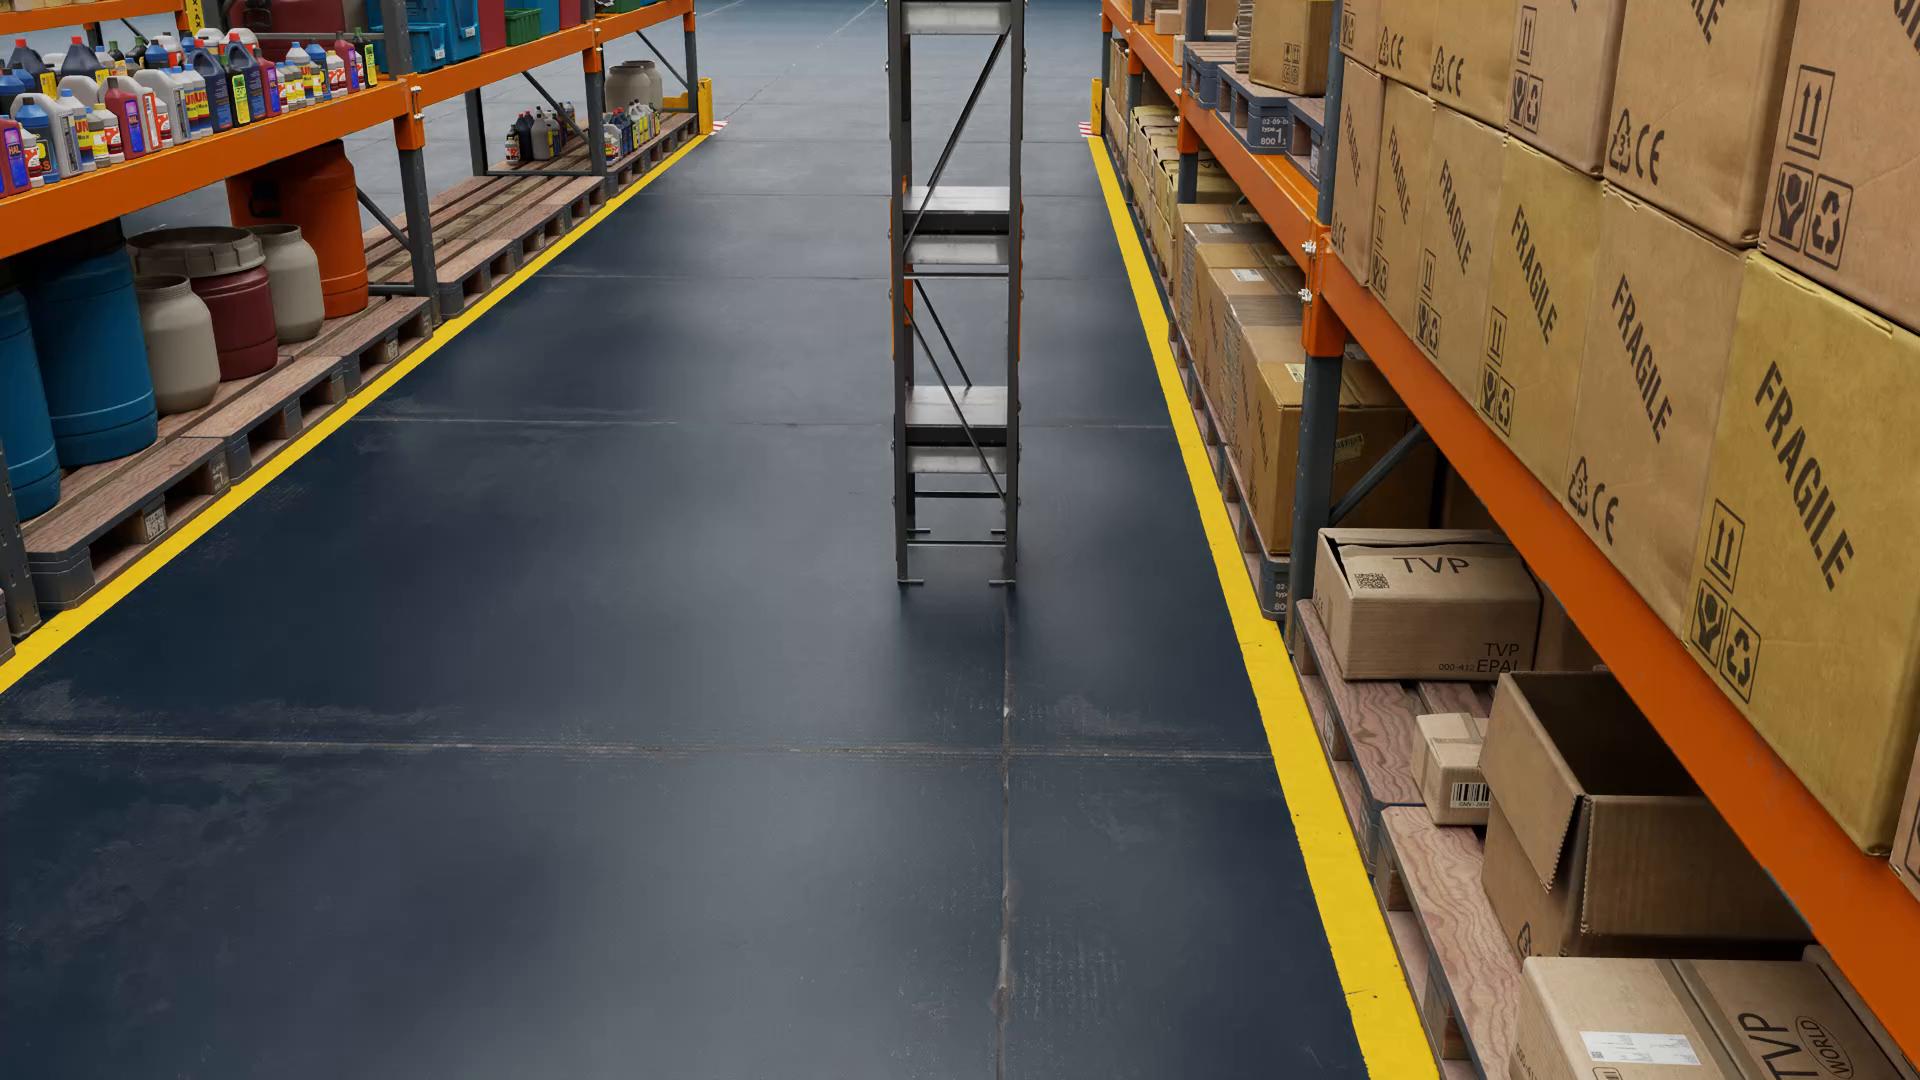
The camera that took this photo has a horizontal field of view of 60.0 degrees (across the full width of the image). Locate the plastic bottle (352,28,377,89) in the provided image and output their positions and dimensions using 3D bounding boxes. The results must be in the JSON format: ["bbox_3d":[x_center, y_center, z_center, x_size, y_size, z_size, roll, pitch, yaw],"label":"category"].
[{"bbox_3d":[-2.904,-2.350,8.101,0.061,0.283,0.133,1,21,2],"label":"plastic bottle"}]

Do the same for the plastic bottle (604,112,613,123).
[{"bbox_3d":[-2.888,-3.439,13.902,0.152,0.276,0.135,1,21,2],"label":"plastic bottle"}]

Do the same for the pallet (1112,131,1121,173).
[{"bbox_3d":[1.855,-3.375,14.436,1.003,0.211,1.213,1,21,2],"label":"pallet"}]

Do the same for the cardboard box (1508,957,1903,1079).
[{"bbox_3d":[1.218,0.927,2.686,0.500,0.250,0.500,1,21,2],"label":"cardboard box"}]

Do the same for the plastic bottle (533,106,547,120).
[{"bbox_3d":[-3.450,-3.394,13.684,0.144,0.351,0.185,1,21,1],"label":"plastic bottle"}]

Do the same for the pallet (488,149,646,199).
[{"bbox_3d":[-3.135,-2.944,13.325,1.003,0.211,1.213,1,21,2],"label":"pallet"}]

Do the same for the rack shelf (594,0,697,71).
[{"bbox_3d":[-3.136,-4.390,14.190,1.077,0.370,4.000,1,21,2],"label":"rack shelf"}]

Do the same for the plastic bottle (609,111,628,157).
[{"bbox_3d":[-2.757,-3.259,13.336,0.144,0.351,0.185,1,21,3],"label":"plastic bottle"}]

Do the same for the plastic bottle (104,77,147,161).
[{"bbox_3d":[-2.975,-1.504,5.920,0.061,0.283,0.133,1,21,2],"label":"plastic bottle"}]

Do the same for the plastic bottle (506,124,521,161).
[{"bbox_3d":[-3.512,-3.118,13.066,0.061,0.283,0.133,2,21,4],"label":"plastic bottle"}]

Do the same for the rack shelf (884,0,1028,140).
[{"bbox_3d":[-0.005,-1.559,5.247,0.431,0.518,0.480,1,21,2],"label":"rack shelf"}]

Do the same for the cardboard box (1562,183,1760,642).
[{"bbox_3d":[1.164,-0.187,2.225,0.500,0.500,0.500,1,21,2],"label":"cardboard box"}]

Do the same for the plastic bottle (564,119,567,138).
[{"bbox_3d":[-3.452,-3.605,14.337,0.097,0.271,0.097,0,21,0],"label":"plastic bottle"}]

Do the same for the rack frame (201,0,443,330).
[{"bbox_3d":[-3.318,-2.556,8.469,1.000,3.000,0.127,1,21,2],"label":"rack frame"}]

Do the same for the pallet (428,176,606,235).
[{"bbox_3d":[-3.182,-2.417,11.968,1.003,0.211,1.213,1,21,2],"label":"pallet"}]

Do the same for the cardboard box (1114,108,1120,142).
[{"bbox_3d":[1.590,-3.572,14.310,0.500,0.250,0.500,1,21,2],"label":"cardboard box"}]

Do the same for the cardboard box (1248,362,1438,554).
[{"bbox_3d":[1.239,-0.275,5.438,0.500,0.500,0.500,1,21,1],"label":"cardboard box"}]

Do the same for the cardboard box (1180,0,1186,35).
[{"bbox_3d":[1.699,-3.525,10.828,0.500,0.500,0.500,2,21,6],"label":"cardboard box"}]

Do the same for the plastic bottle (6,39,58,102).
[{"bbox_3d":[-3.706,-1.821,6.643,0.144,0.351,0.185,1,21,2],"label":"plastic bottle"}]

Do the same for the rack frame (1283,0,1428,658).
[{"bbox_3d":[1.511,-1.053,4.597,1.000,3.000,0.127,1,21,2],"label":"rack frame"}]

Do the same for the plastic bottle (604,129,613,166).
[{"bbox_3d":[-2.749,-3.045,12.895,0.097,0.271,0.097,0,21,0],"label":"plastic bottle"}]

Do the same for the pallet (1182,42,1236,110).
[{"bbox_3d":[1.682,-2.164,7.726,1.213,0.211,1.003,1,21,2],"label":"pallet"}]

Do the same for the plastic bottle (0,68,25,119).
[{"bbox_3d":[-3.588,-1.648,6.307,0.097,0.271,0.097,0,21,0],"label":"plastic bottle"}]

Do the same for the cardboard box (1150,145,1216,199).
[{"bbox_3d":[1.430,-2.238,10.095,0.500,0.311,0.500,0,21,1],"label":"cardboard box"}]

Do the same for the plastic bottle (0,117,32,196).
[{"bbox_3d":[-2.998,-1.231,5.216,0.061,0.283,0.133,1,21,2],"label":"plastic bottle"}]

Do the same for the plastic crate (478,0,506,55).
[{"bbox_3d":[-2.963,-3.166,9.954,0.402,0.464,0.583,1,21,2],"label":"plastic crate"}]

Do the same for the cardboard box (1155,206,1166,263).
[{"bbox_3d":[1.417,-1.793,9.724,0.500,0.250,0.500,0,21,1],"label":"cardboard box"}]

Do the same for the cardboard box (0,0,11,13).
[{"bbox_3d":[-7.841,-4.285,13.273,0.380,0.149,0.250,1,21,2],"label":"cardboard box"}]

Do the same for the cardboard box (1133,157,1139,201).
[{"bbox_3d":[1.477,-2.532,11.628,0.500,0.250,0.500,1,21,3],"label":"cardboard box"}]

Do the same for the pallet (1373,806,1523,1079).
[{"bbox_3d":[1.455,0.937,3.322,1.003,0.211,1.213,1,21,2],"label":"pallet"}]

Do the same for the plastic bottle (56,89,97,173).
[{"bbox_3d":[-3.003,-1.386,5.633,0.097,0.271,0.097,0,21,0],"label":"plastic bottle"}]

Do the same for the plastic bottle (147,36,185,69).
[{"bbox_3d":[-3.669,-2.178,7.666,0.152,0.276,0.135,1,21,2],"label":"plastic bottle"}]

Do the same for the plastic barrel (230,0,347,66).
[{"bbox_3d":[-3.607,-2.790,8.885,0.600,0.536,0.708,1,21,2],"label":"plastic barrel"}]

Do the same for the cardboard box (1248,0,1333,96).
[{"bbox_3d":[1.503,-1.935,6.151,0.700,0.500,0.500,-5,22,-12],"label":"cardboard box"}]

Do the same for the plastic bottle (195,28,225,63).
[{"bbox_3d":[-3.655,-2.345,8.097,0.152,0.276,0.135,1,21,2],"label":"plastic bottle"}]

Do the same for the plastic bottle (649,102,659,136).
[{"bbox_3d":[-2.678,-3.676,14.502,0.061,0.283,0.133,1,21,3],"label":"plastic bottle"}]

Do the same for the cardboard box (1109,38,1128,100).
[{"bbox_3d":[1.624,-4.284,15.106,0.500,0.500,0.500,1,21,2],"label":"cardboard box"}]

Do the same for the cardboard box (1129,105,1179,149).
[{"bbox_3d":[1.493,-2.975,11.994,0.500,0.311,0.500,1,21,2],"label":"cardboard box"}]

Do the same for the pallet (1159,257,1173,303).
[{"bbox_3d":[1.697,-1.497,9.595,1.003,0.211,1.213,1,21,2],"label":"pallet"}]

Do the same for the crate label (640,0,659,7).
[{"bbox_3d":[-2.861,-4.796,14.194,0.502,0.435,0.616,1,21,2],"label":"crate label"}]

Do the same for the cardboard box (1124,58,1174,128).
[{"bbox_3d":[1.577,-3.560,13.242,0.500,0.500,0.500,1,21,2],"label":"cardboard box"}]

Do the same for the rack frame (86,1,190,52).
[{"bbox_3d":[-8.026,-5.503,16.064,1.000,3.000,0.127,1,21,2],"label":"rack frame"}]

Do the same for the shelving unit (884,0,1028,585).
[{"bbox_3d":[-0.005,-0.919,5.495,0.431,2.100,0.503,1,21,2],"label":"shelving unit"}]

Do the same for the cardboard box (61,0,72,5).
[{"bbox_3d":[-7.846,-4.647,14.206,0.380,0.149,0.250,1,21,2],"label":"cardboard box"}]

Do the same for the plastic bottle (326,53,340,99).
[{"bbox_3d":[-2.936,-2.152,7.703,0.097,0.201,0.097,0,21,0],"label":"plastic bottle"}]

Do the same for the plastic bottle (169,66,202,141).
[{"bbox_3d":[-2.979,-1.673,6.371,0.097,0.271,0.097,0,21,0],"label":"plastic bottle"}]

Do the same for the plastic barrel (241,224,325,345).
[{"bbox_3d":[-3.244,-1.209,7.858,0.421,0.512,0.421,0,21,0],"label":"plastic barrel"}]

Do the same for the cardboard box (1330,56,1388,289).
[{"bbox_3d":[1.223,-0.919,4.112,0.500,0.500,0.500,1,21,3],"label":"cardboard box"}]

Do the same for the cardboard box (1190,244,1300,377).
[{"bbox_3d":[1.303,-1.007,7.326,0.500,0.500,0.500,0,21,1],"label":"cardboard box"}]

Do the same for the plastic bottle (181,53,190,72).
[{"bbox_3d":[-3.543,-2.148,7.693,0.097,0.201,0.097,0,21,0],"label":"plastic bottle"}]

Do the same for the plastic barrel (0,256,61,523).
[{"bbox_3d":[-3.406,-0.523,5.551,0.600,0.901,0.708,1,21,2],"label":"plastic barrel"}]

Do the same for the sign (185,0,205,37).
[{"bbox_3d":[-3.868,-2.635,8.448,0.100,0.325,0.005,1,21,2],"label":"sign"}]

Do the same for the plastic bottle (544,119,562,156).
[{"bbox_3d":[-3.311,-3.250,13.416,0.152,0.276,0.135,1,21,2],"label":"plastic bottle"}]

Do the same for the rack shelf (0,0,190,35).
[{"bbox_3d":[-8.087,-4.444,14.330,1.077,0.370,4.000,1,21,2],"label":"rack shelf"}]

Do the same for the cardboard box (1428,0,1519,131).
[{"bbox_3d":[1.184,-1.027,3.008,0.500,0.500,0.500,0,21,0],"label":"cardboard box"}]

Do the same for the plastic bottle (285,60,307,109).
[{"bbox_3d":[-2.948,-2.011,7.340,0.097,0.201,0.097,0,21,0],"label":"plastic bottle"}]

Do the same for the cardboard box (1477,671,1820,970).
[{"bbox_3d":[1.459,0.585,3.218,0.797,0.503,0.637,1,21,2],"label":"cardboard box"}]

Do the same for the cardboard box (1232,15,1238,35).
[{"bbox_3d":[1.687,-2.589,8.679,0.500,0.311,0.500,2,21,5],"label":"cardboard box"}]

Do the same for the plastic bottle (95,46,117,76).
[{"bbox_3d":[-3.711,-2.002,7.220,0.097,0.271,0.097,0,21,0],"label":"plastic bottle"}]

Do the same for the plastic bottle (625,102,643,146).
[{"bbox_3d":[-2.739,-3.481,13.908,0.144,0.351,0.185,0,21,1],"label":"plastic bottle"}]
